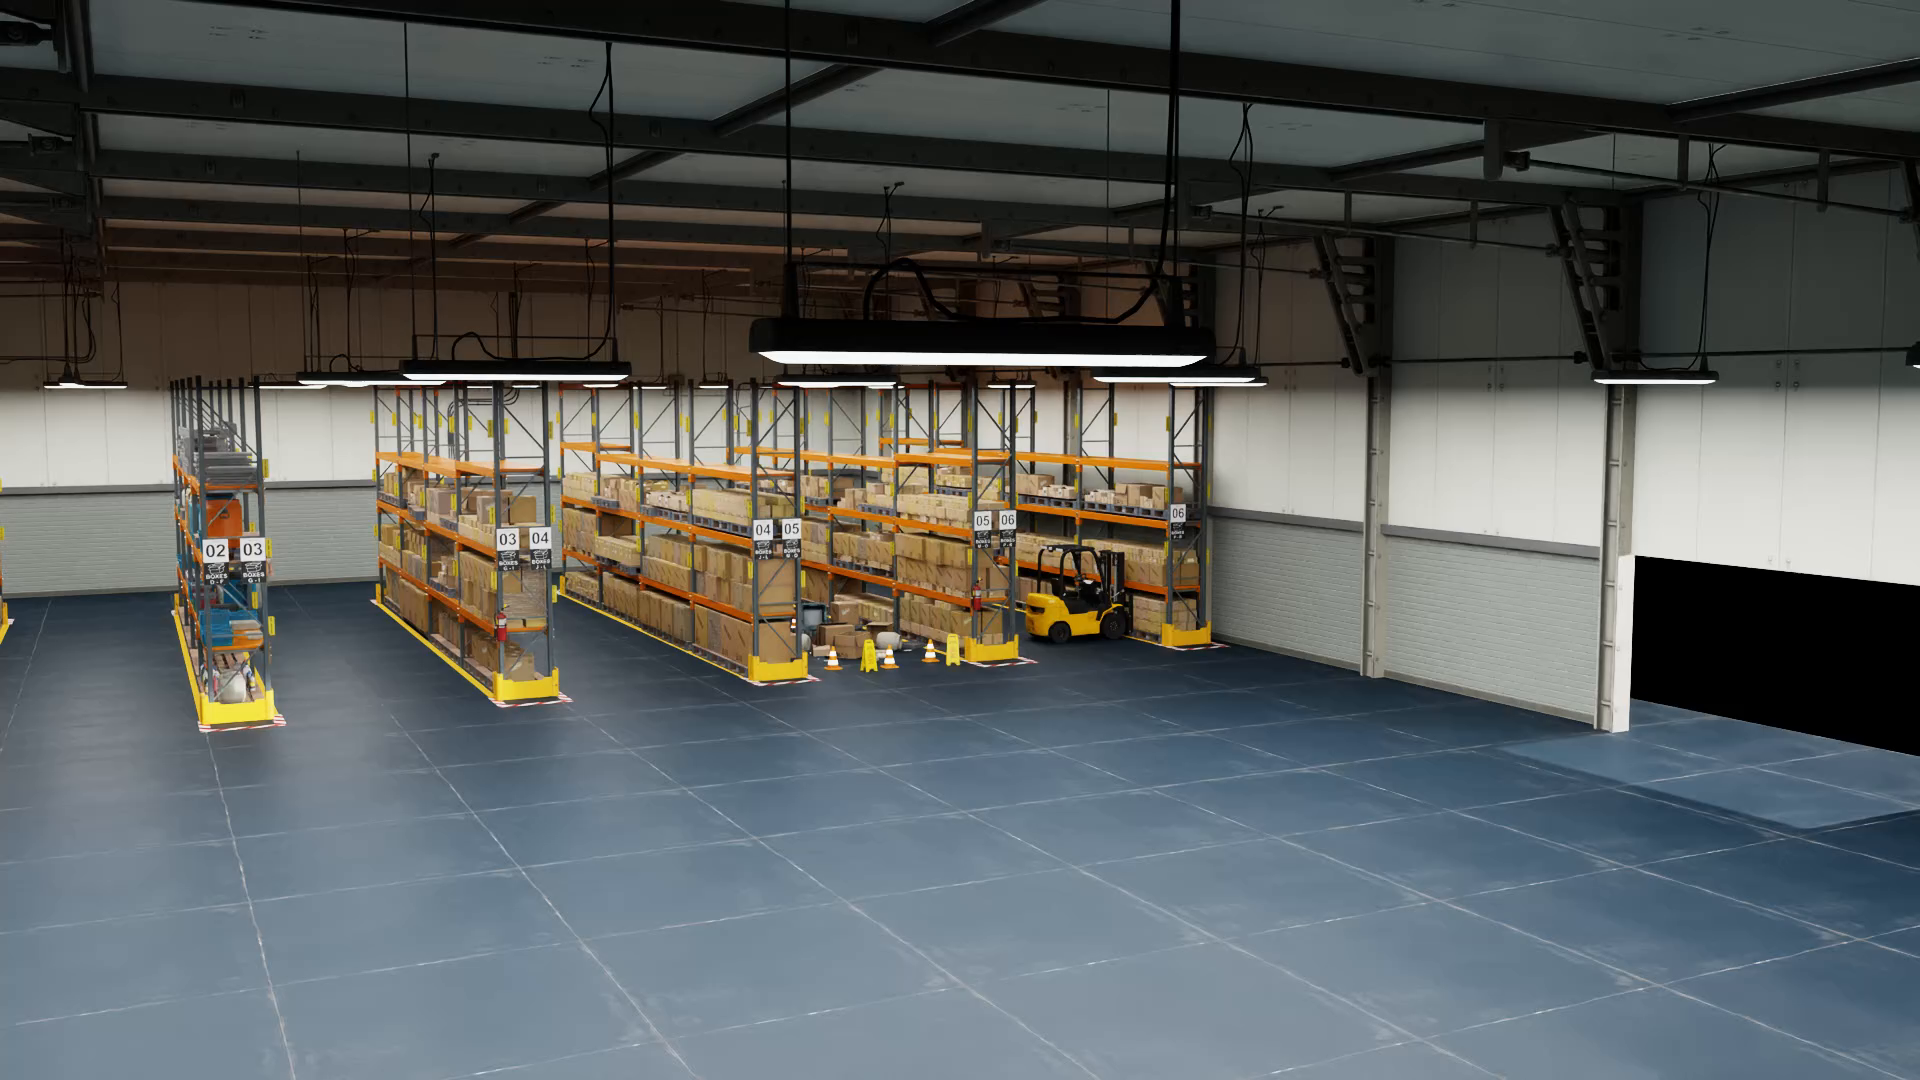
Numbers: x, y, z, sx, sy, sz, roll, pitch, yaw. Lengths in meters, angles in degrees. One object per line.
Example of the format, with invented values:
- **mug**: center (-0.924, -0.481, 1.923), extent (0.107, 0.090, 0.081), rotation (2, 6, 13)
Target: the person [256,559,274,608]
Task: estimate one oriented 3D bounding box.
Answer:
- **person**: center (-18.641, 0.912, 44.332), extent (0.642, 1.698, 1.078), rotation (-3, 6, -30)
